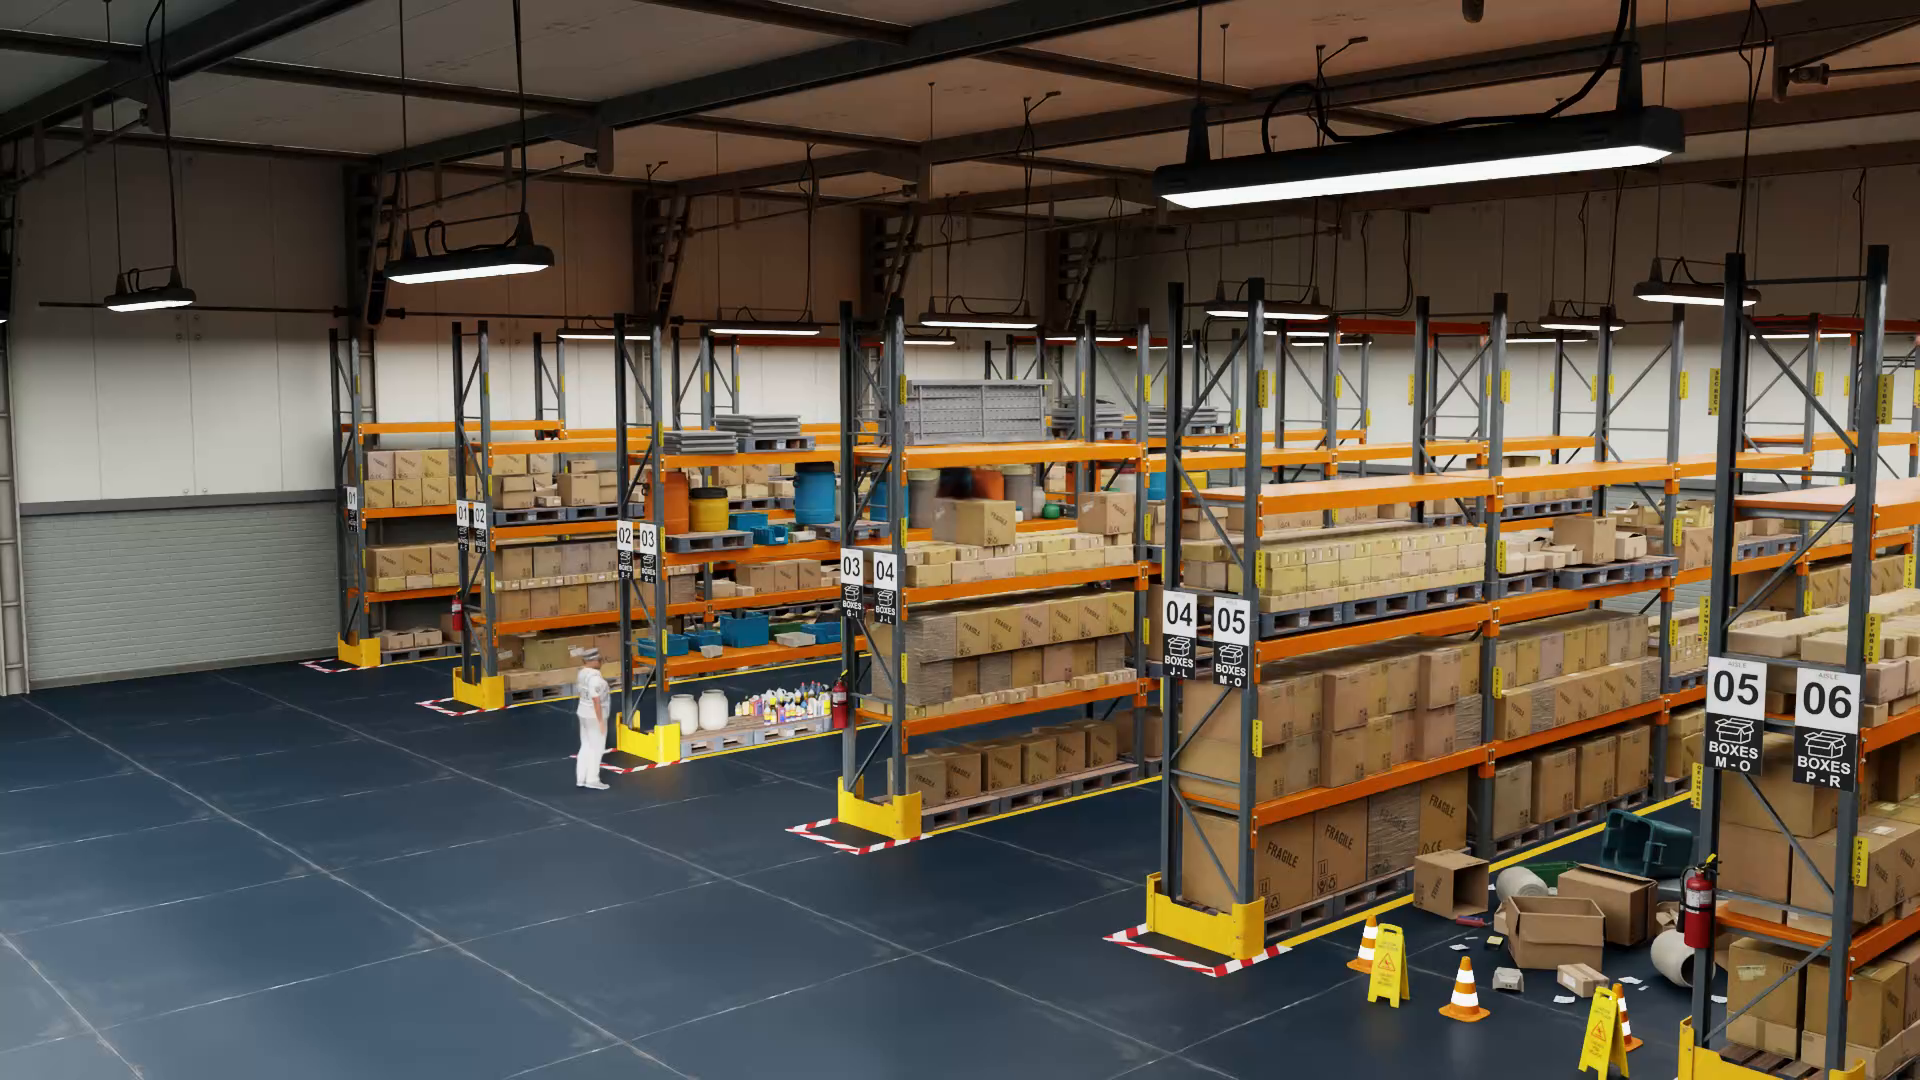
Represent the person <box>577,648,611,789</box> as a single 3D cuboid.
[{"bbox_3d":[-4.611,2.236,20.878,0.434,1.801,0.638,-4,7,-33],"label":"person"}]
